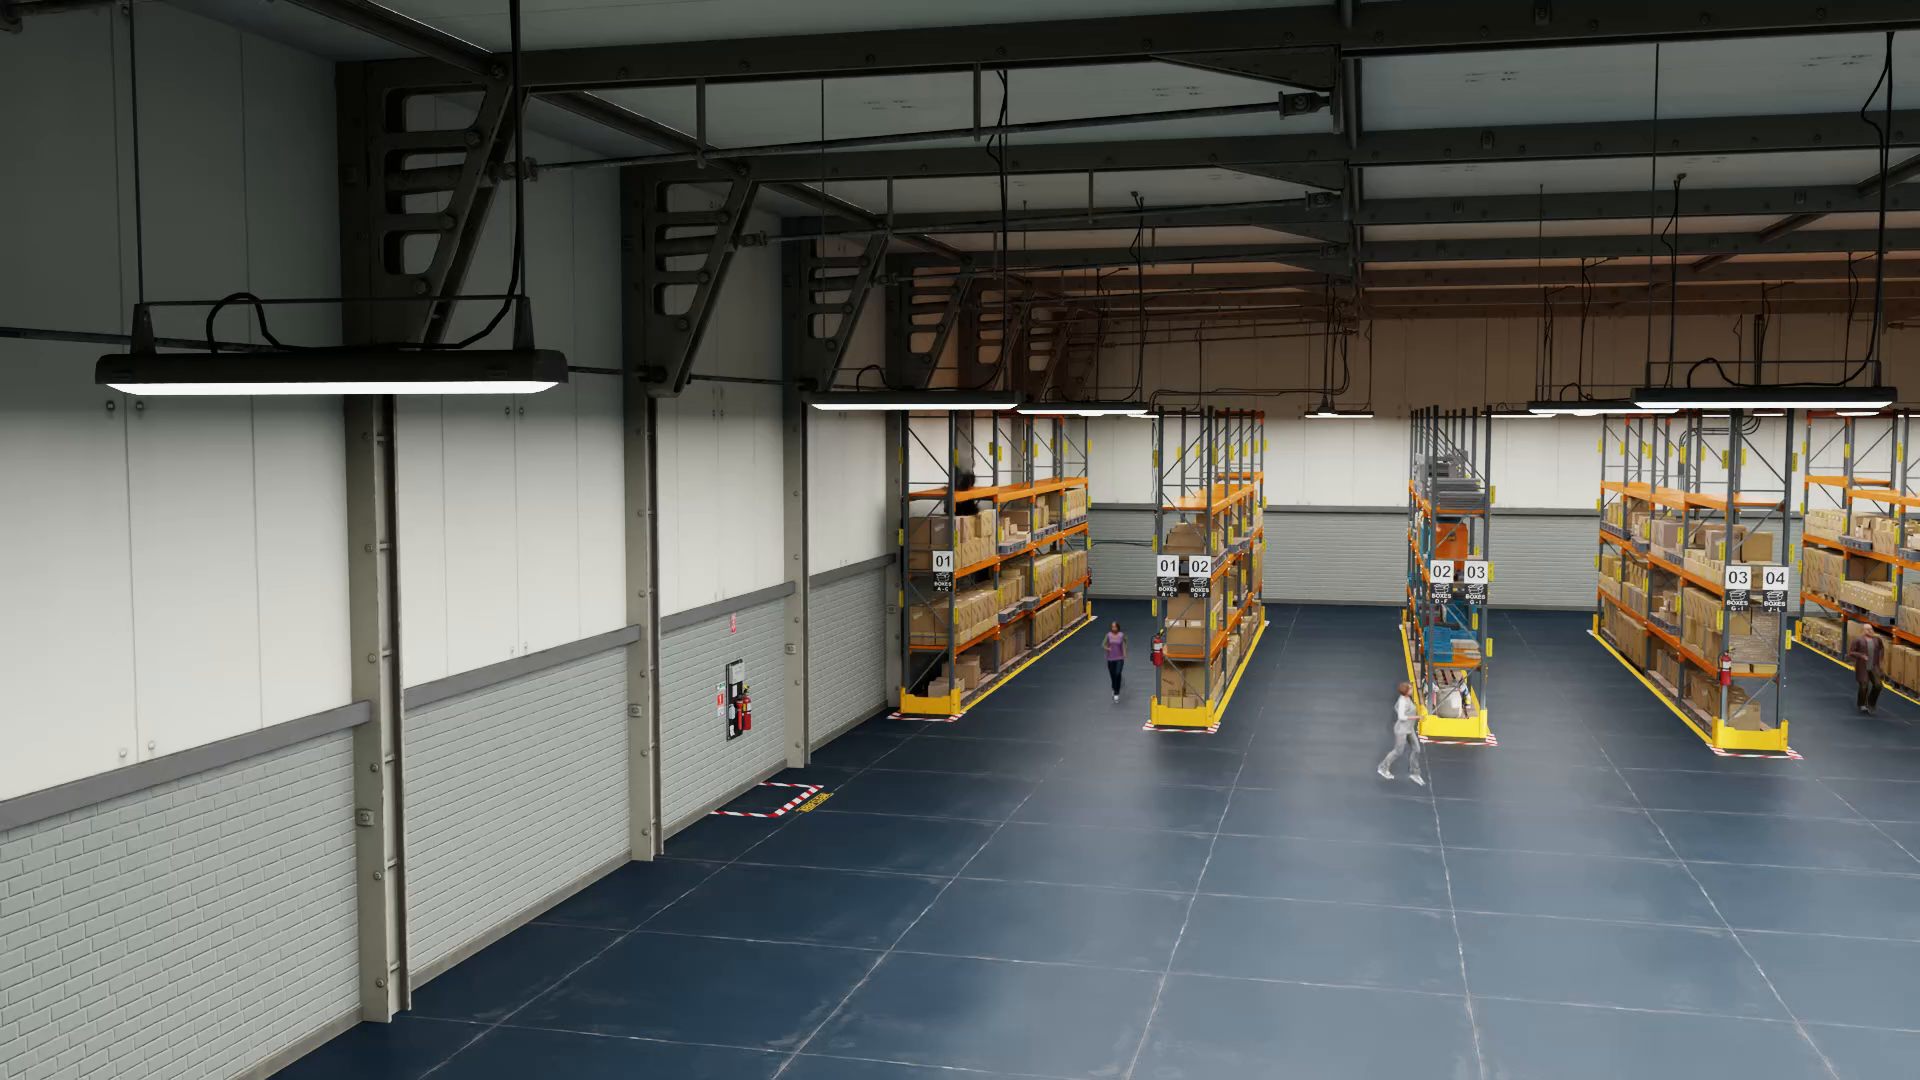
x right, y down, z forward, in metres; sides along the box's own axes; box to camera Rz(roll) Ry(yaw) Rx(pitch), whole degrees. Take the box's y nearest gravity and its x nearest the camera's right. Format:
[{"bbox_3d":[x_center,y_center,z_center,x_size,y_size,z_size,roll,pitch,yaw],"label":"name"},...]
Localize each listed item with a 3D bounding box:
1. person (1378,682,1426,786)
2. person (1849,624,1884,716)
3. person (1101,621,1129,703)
[{"bbox_3d":[6.964,3.043,26.185,0.751,1.645,0.522,3,5,34],"label":"person"},{"bbox_3d":[17.688,2.525,32.385,0.681,1.796,0.774,1,4,13],"label":"person"},{"bbox_3d":[3.166,2.465,34.029,0.534,1.619,0.827,1,4,14],"label":"person"}]
